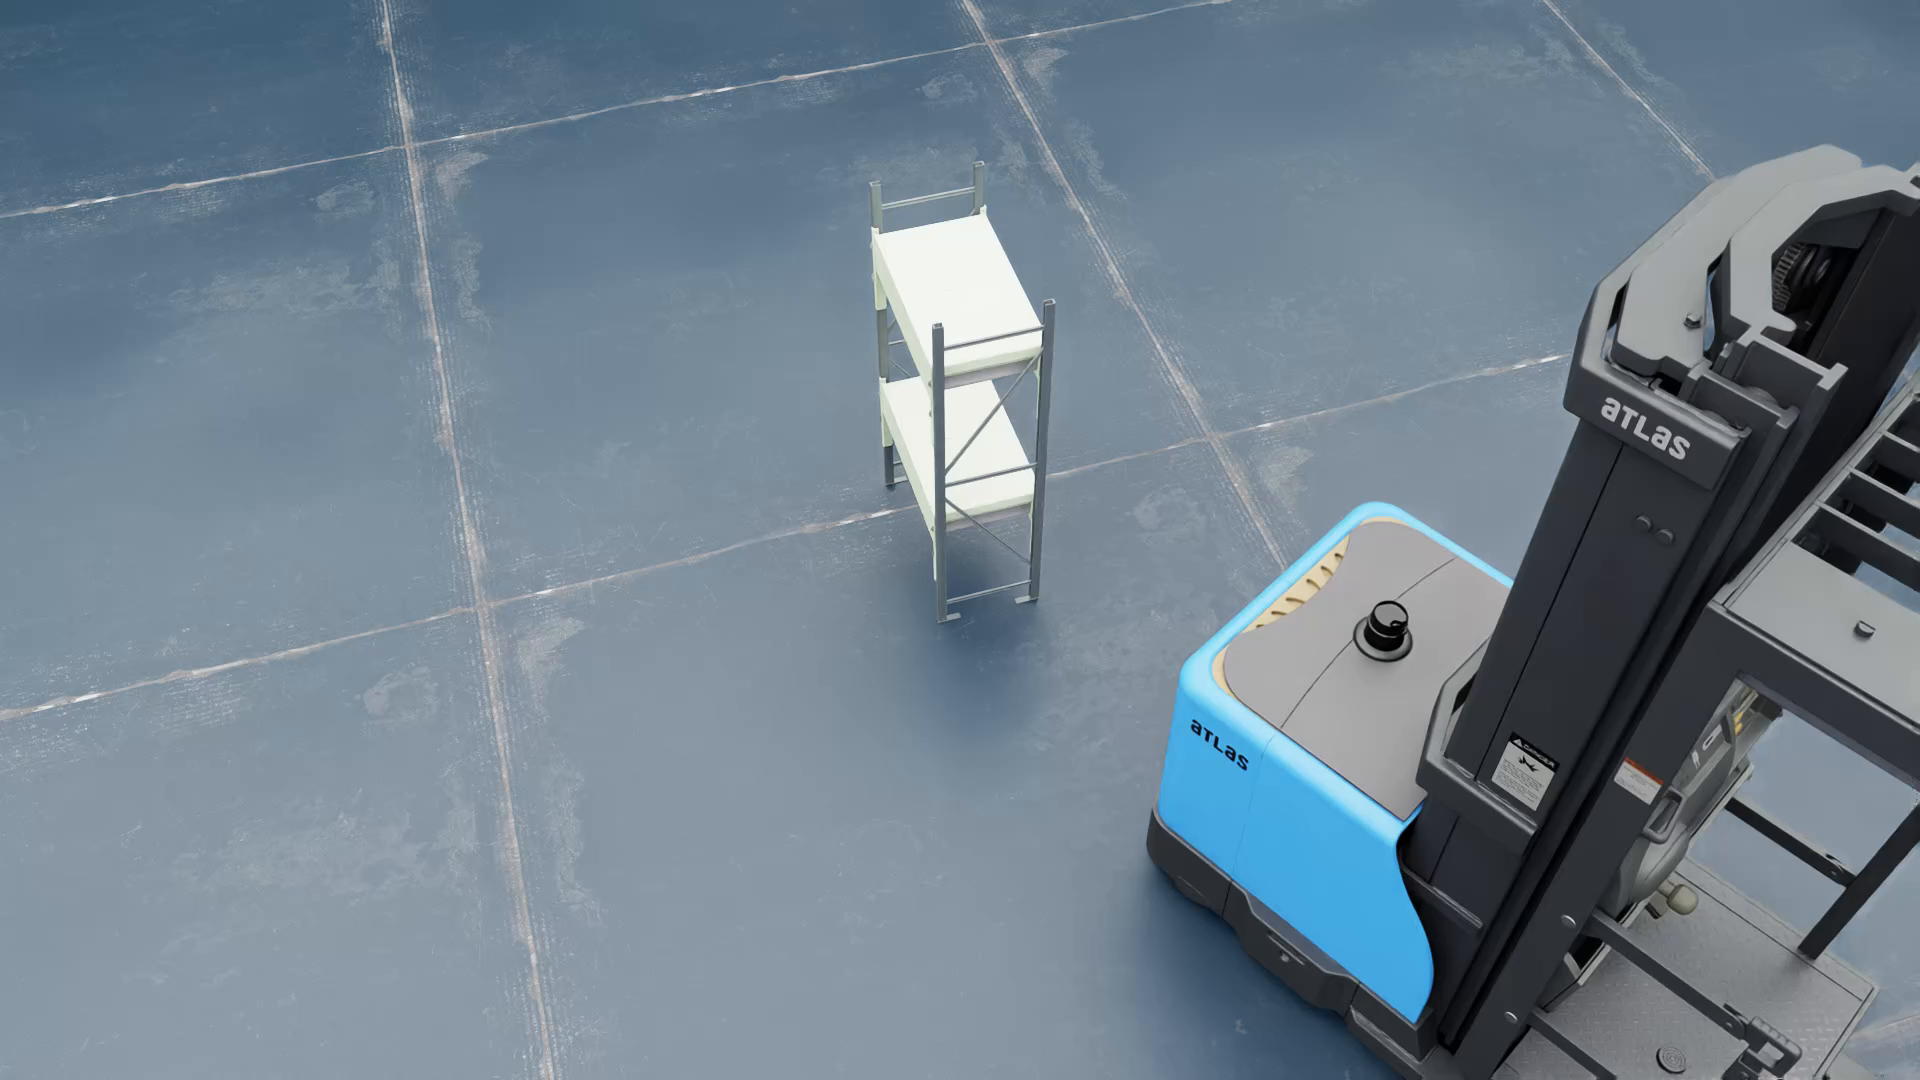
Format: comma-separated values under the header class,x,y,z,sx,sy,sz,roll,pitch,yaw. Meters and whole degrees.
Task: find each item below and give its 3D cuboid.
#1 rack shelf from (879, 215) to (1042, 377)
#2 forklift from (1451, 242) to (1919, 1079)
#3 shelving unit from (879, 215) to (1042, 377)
class,x,y,z,sx,sy,sz,roll,pitch,yaw
rack shelf,-0.002,-0.826,5.570,0.368,0.052,0.686,-13,51,-11
forklift,2.333,0.952,3.950,2.170,2.733,1.118,37,59,27
shelving unit,-0.002,-0.826,5.570,0.368,0.052,0.686,-13,51,-11
